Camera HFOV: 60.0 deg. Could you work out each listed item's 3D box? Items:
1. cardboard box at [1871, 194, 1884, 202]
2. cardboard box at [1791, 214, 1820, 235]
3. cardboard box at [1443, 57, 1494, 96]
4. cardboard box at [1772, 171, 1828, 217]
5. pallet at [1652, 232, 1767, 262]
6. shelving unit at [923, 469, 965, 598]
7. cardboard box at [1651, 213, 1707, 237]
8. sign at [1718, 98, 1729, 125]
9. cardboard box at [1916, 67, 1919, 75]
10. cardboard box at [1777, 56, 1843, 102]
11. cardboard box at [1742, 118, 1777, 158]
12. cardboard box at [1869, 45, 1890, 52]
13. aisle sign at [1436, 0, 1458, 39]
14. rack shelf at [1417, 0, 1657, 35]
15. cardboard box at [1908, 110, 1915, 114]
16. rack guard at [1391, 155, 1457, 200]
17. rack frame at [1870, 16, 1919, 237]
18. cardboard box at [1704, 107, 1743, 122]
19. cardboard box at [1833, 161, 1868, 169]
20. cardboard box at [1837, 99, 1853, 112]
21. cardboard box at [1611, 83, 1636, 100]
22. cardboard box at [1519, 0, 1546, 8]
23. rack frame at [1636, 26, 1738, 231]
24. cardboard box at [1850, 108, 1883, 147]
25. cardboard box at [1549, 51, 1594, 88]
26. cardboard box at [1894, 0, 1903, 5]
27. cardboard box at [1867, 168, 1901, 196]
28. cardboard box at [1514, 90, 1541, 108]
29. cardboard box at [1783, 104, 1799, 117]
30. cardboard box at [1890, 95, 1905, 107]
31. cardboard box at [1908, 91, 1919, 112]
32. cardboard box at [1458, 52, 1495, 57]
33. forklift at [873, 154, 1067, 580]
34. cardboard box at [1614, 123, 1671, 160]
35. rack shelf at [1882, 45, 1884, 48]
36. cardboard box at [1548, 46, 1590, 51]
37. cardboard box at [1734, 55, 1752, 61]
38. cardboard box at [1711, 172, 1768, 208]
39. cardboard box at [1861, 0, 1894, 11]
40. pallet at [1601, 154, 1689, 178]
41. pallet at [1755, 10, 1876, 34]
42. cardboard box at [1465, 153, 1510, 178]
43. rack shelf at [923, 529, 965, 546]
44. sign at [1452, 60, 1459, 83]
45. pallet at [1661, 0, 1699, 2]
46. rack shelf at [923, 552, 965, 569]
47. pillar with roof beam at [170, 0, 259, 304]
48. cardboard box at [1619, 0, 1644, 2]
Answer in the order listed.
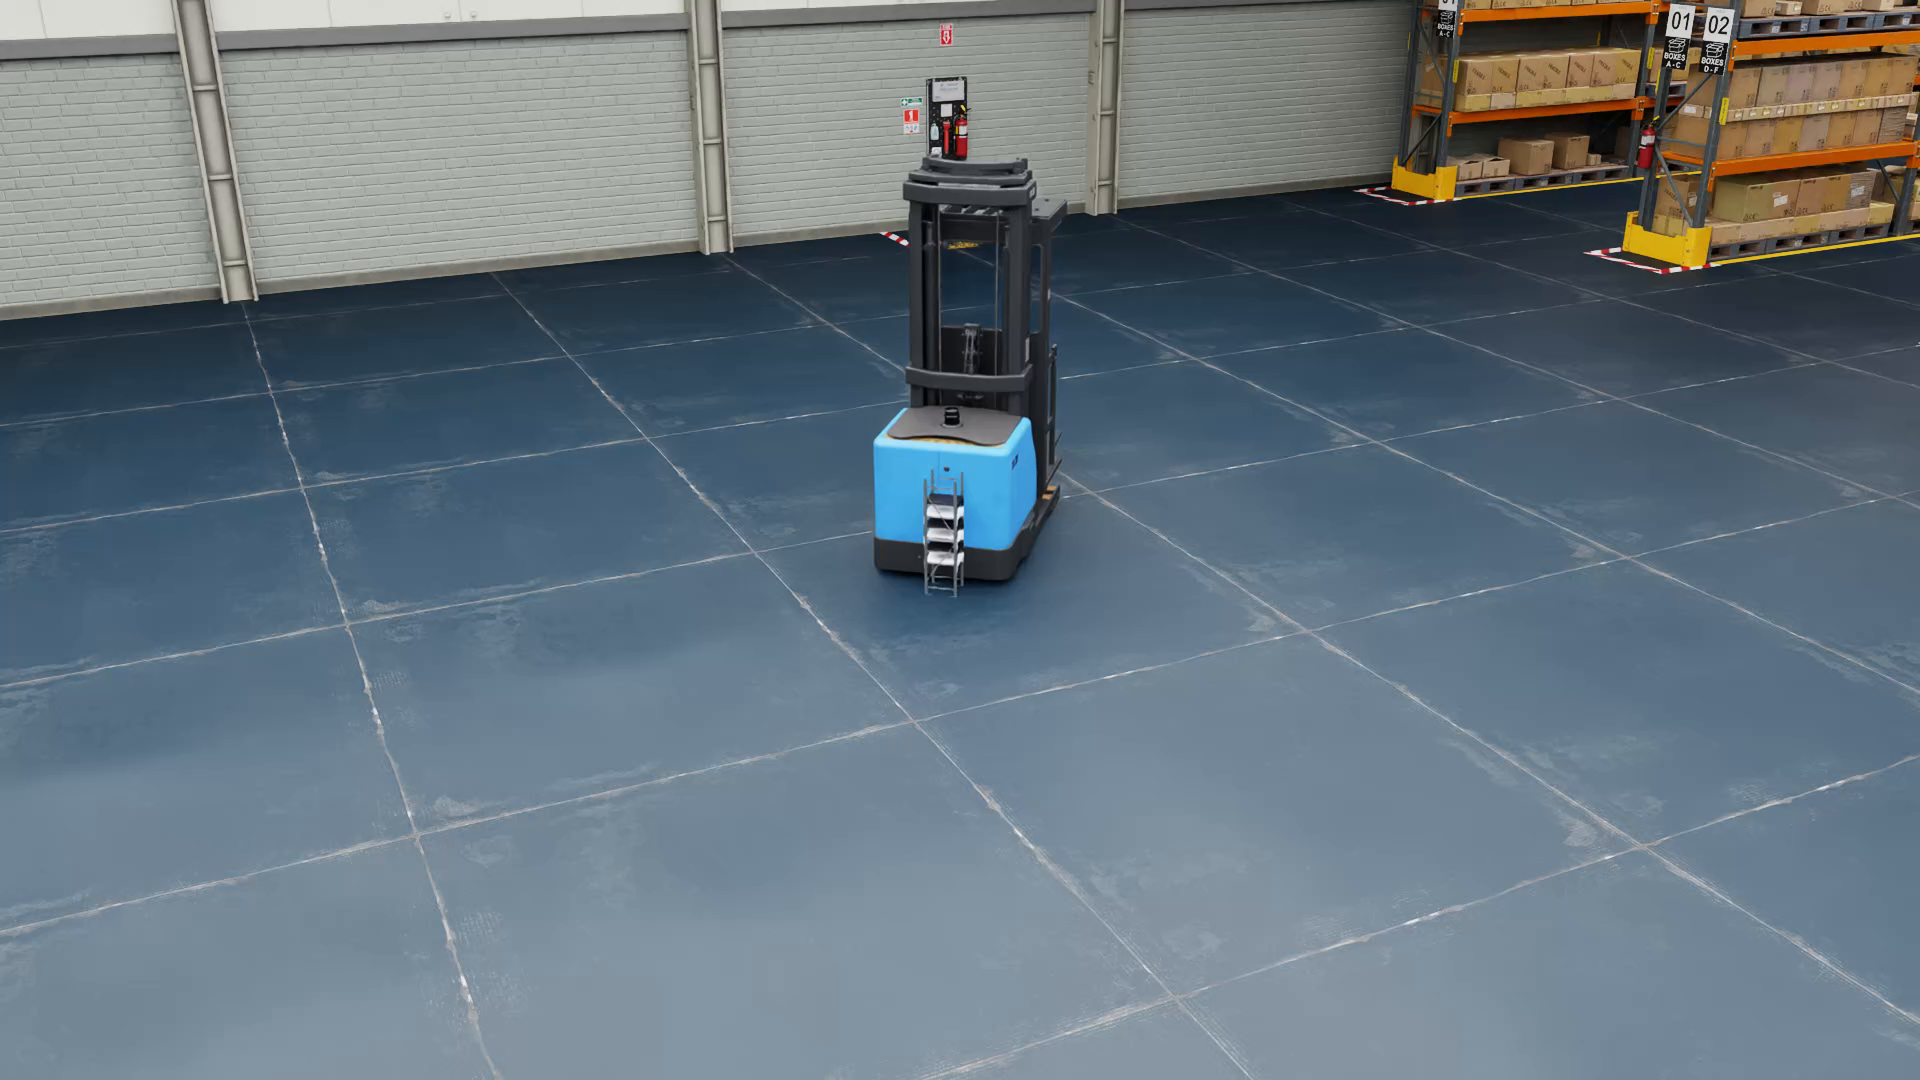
[{"bbox_3d":[13.260,-4.924,24.092,0.500,0.250,0.500,-11,25,-24],"label":"cardboard box"},{"bbox_3d":[11.340,-4.352,22.711,0.500,0.250,0.500,-10,25,-24],"label":"cardboard box"},{"bbox_3d":[7.817,-7.136,25.581,0.500,0.500,0.500,-10,25,-24],"label":"cardboard box"},{"bbox_3d":[11.341,-4.698,22.566,0.500,0.500,0.500,-10,25,-24],"label":"cardboard box"},{"bbox_3d":[10.079,-4.021,22.510,1.213,0.211,1.003,-10,25,-24],"label":"pallet"},{"bbox_3d":[-0.116,-0.044,12.003,0.258,0.900,0.210,5,23,13],"label":"shelving unit"},{"bbox_3d":[9.763,-4.282,22.542,0.500,0.250,0.500,-10,25,-24],"label":"cardboard box"},{"bbox_3d":[9.644,-5.412,20.990,0.005,0.325,0.100,-10,25,-24],"label":"sign"},{"bbox_3d":[16.956,-8.445,29.856,0.250,0.149,0.380,-10,25,-24],"label":"cardboard box"},{"bbox_3d":[11.259,-6.151,22.185,0.500,0.500,0.700,-10,25,-24],"label":"cardboard box"},{"bbox_3d":[10.306,-5.376,22.007,0.500,0.500,0.700,-10,24,-22],"label":"cardboard box"},{"bbox_3d":[15.937,-8.552,29.266,0.500,0.500,0.500,-11,25,-24],"label":"cardboard box"},{"bbox_3d":[7.322,-7.960,24.982,0.004,0.787,0.394,-10,25,-24],"label":"aisle sign"},{"bbox_3d":[9.059,-8.260,26.124,4.000,0.370,1.077,-10,25,-24],"label":"rack shelf"},{"bbox_3d":[13.725,-5.978,23.769,0.258,0.266,0.396,-11,25,-25],"label":"cardboard box"},{"bbox_3d":[7.325,-5.732,26.267,0.348,0.500,1.175,-10,25,-24],"label":"rack guard"},{"bbox_3d":[13.013,-5.831,23.239,0.127,3.000,1.000,-10,25,-24],"label":"rack frame"},{"bbox_3d":[9.855,-5.505,21.470,0.250,0.149,0.380,-11,25,-24],"label":"cardboard box"},{"bbox_3d":[12.459,-5.132,23.616,0.500,0.500,0.500,-10,25,-24],"label":"cardboard box"},{"bbox_3d":[11.716,-5.848,22.300,0.250,0.149,0.380,-10,24,-22],"label":"cardboard box"},{"bbox_3d":[10.565,-7.295,26.944,0.500,0.250,0.500,-10,25,-23],"label":"cardboard box"},{"bbox_3d":[8.632,-8.449,25.484,0.500,0.500,0.500,-9,24,-21],"label":"cardboard box"},{"bbox_3d":[9.408,-5.168,21.636,0.127,3.000,1.000,-10,25,-24],"label":"rack frame"},{"bbox_3d":[12.143,-5.712,22.820,0.500,0.500,0.700,-11,25,-24],"label":"cardboard box"},{"bbox_3d":[9.663,-7.475,26.398,0.500,0.500,0.500,-11,25,-25],"label":"cardboard box"},{"bbox_3d":[12.444,-7.530,22.556,0.500,0.500,0.500,-8,24,-19],"label":"cardboard box"},{"bbox_3d":[13.253,-5.180,23.978,0.500,0.311,0.500,-10,25,-24],"label":"cardboard box"},{"bbox_3d":[8.757,-6.959,26.134,0.500,0.250,0.500,-11,25,-24],"label":"cardboard box"},{"bbox_3d":[10.785,-5.676,21.885,0.250,0.149,0.380,-11,25,-25],"label":"cardboard box"},{"bbox_3d":[12.637,-6.018,22.711,0.250,0.149,0.380,-11,25,-25],"label":"cardboard box"},{"bbox_3d":[16.740,-7.765,30.170,0.750,0.750,0.750,-10,24,-22],"label":"cardboard box"},{"bbox_3d":[8.047,-7.392,26.199,0.500,0.500,0.500,-10,25,-23],"label":"cardboard box"},{"bbox_3d":[0.208,-1.593,13.088,1.130,2.935,3.031,5,23,13],"label":"forklift"},{"bbox_3d":[11.517,-6.714,28.064,0.500,0.500,0.700,-10,24,-22],"label":"cardboard box"},{"bbox_3d":[14.815,-7.217,23.604,4.000,0.370,1.077,-10,25,-24],"label":"rack shelf"},{"bbox_3d":[9.879,-7.734,27.024,0.500,0.500,0.500,-11,25,-24],"label":"cardboard box"},{"bbox_3d":[12.933,-8.155,28.146,0.500,0.500,0.700,-10,25,-24],"label":"cardboard box"},{"bbox_3d":[10.657,-4.800,22.813,0.500,0.500,0.500,-10,25,-24],"label":"cardboard box"},{"bbox_3d":[12.044,-7.066,21.895,0.250,0.149,0.380,-10,25,-24],"label":"cardboard box"},{"bbox_3d":[11.562,-6.379,28.208,1.213,0.211,1.003,-10,25,-24],"label":"pallet"},{"bbox_3d":[11.157,-6.825,21.833,1.213,0.211,1.003,-10,25,-24],"label":"pallet"},{"bbox_3d":[8.433,-6.014,26.619,0.500,0.311,0.500,-8,24,-19],"label":"cardboard box"},{"bbox_3d":[-0.116,-0.014,12.016,0.258,0.077,0.200,5,23,13],"label":"rack shelf"},{"bbox_3d":[7.492,-7.087,25.141,0.005,0.325,0.100,-10,25,-24],"label":"sign"},{"bbox_3d":[11.463,-8.903,26.982,1.003,0.211,1.213,-10,25,-24],"label":"pallet"},{"bbox_3d":[-0.116,0.153,12.085,0.258,0.077,0.200,5,23,13],"label":"rack shelf"},{"bbox_3d":[-6.840,-5.591,14.814,0.400,9.000,9.100,-10,25,-24],"label":"pillar with roof beam"},{"bbox_3d":[10.511,-8.810,26.355,0.500,0.500,0.500,-10,24,-22],"label":"cardboard box"}]
